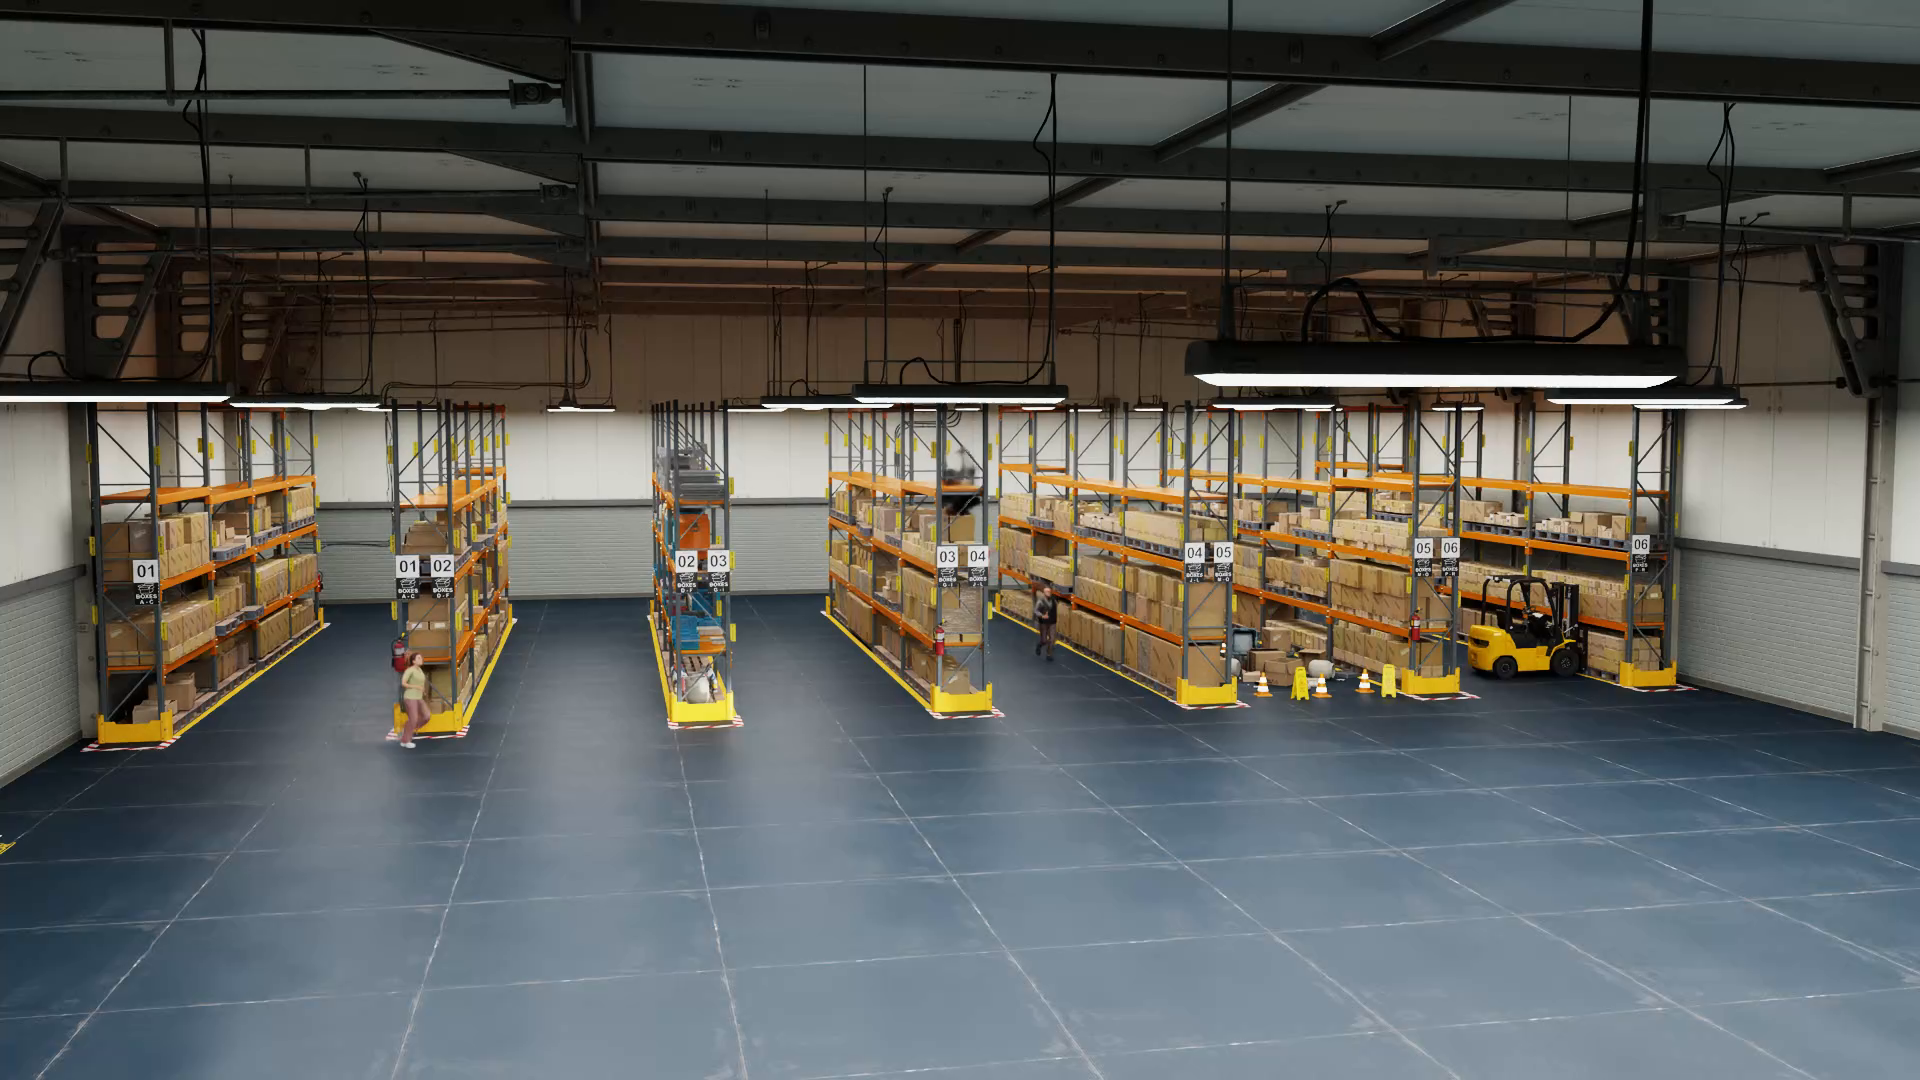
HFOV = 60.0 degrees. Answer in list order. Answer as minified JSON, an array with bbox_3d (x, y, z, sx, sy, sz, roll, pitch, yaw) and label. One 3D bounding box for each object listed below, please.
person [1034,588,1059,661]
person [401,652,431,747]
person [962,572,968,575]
[{"bbox_3d":[2.024,1.955,38.786,0.664,1.687,0.720,-2,5,-21],"label":"person"},{"bbox_3d":[-9.389,2.750,28.745,0.560,1.623,0.597,2,5,20],"label":"person"},{"bbox_3d":[0.176,1.145,49.265,0.839,1.723,0.733,-2,5,-30],"label":"person"}]
